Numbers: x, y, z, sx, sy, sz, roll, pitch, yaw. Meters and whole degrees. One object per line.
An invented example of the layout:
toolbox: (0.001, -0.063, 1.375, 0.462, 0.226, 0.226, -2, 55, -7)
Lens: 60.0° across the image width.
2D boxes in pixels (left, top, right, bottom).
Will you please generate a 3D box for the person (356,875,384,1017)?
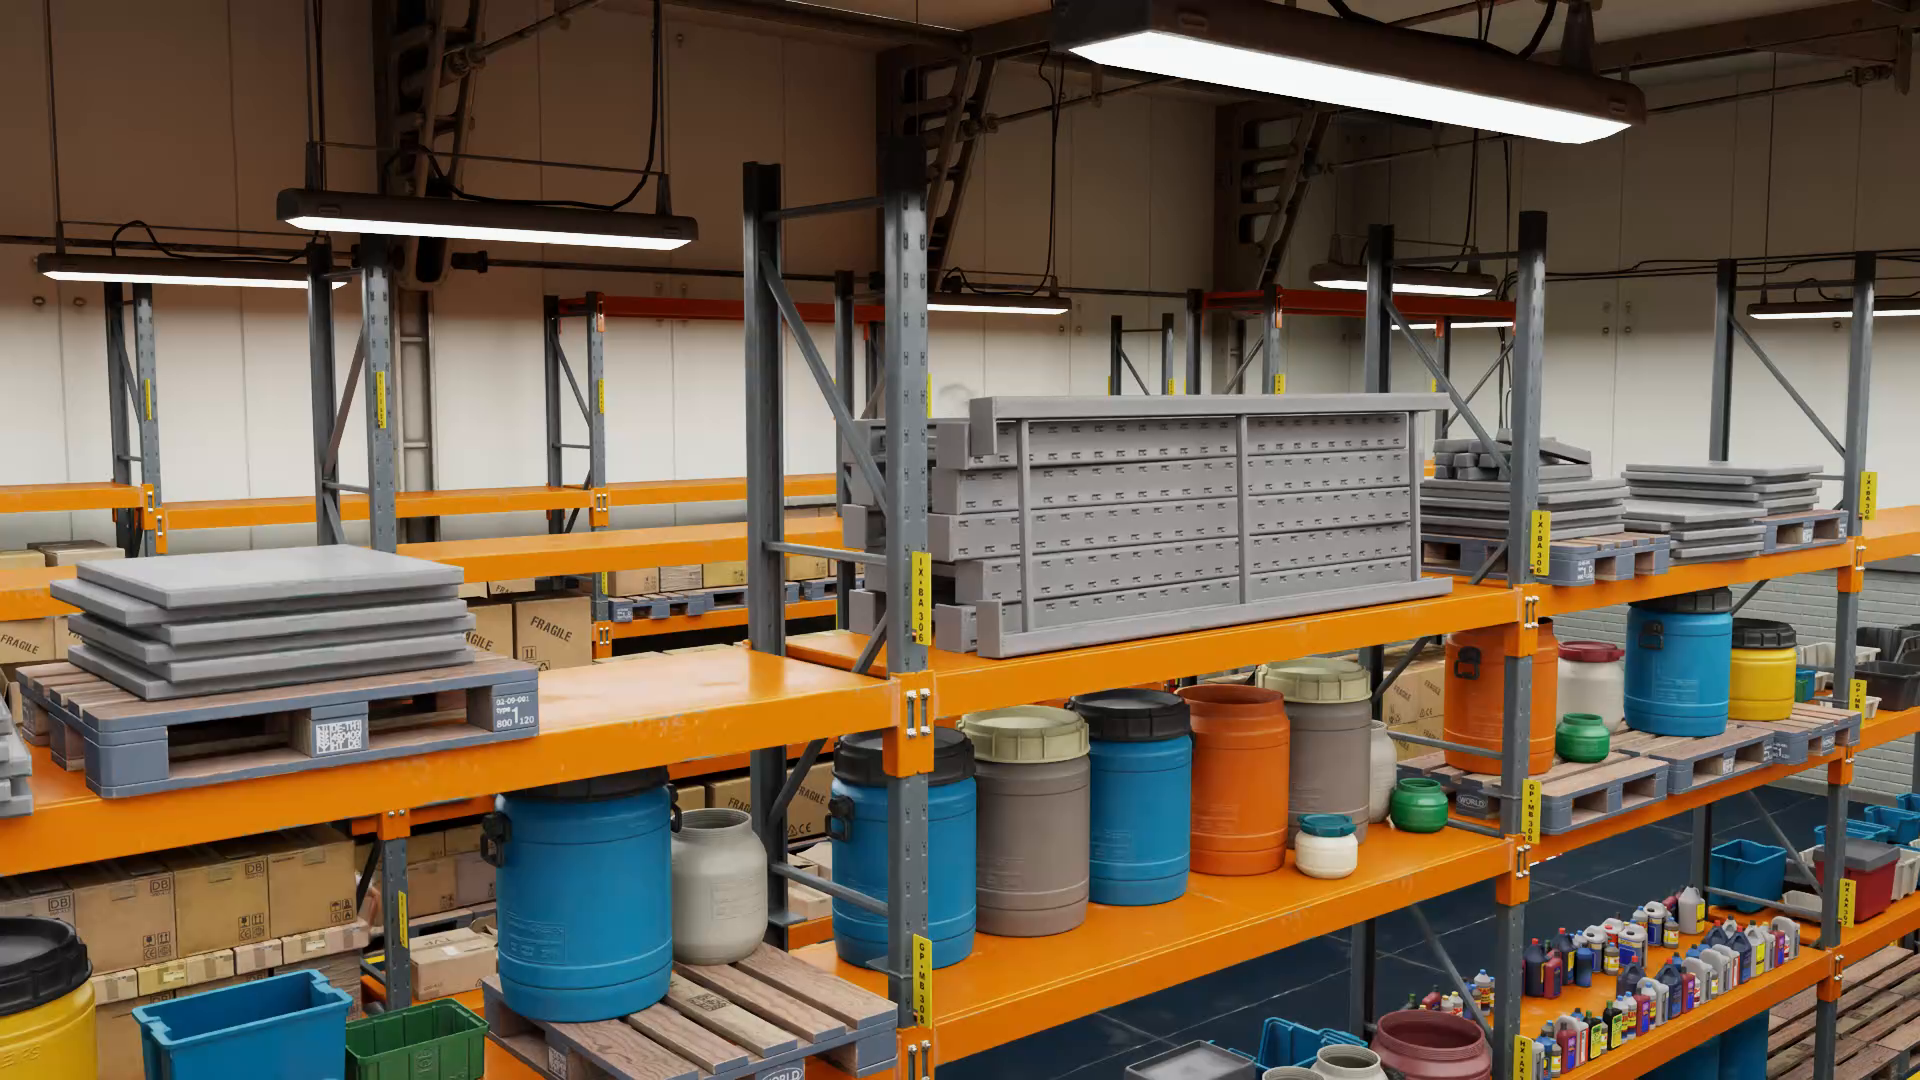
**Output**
person: (-4.744, 3.110, 12.701, 0.554, 1.738, 0.797, 4, 7, 39)
